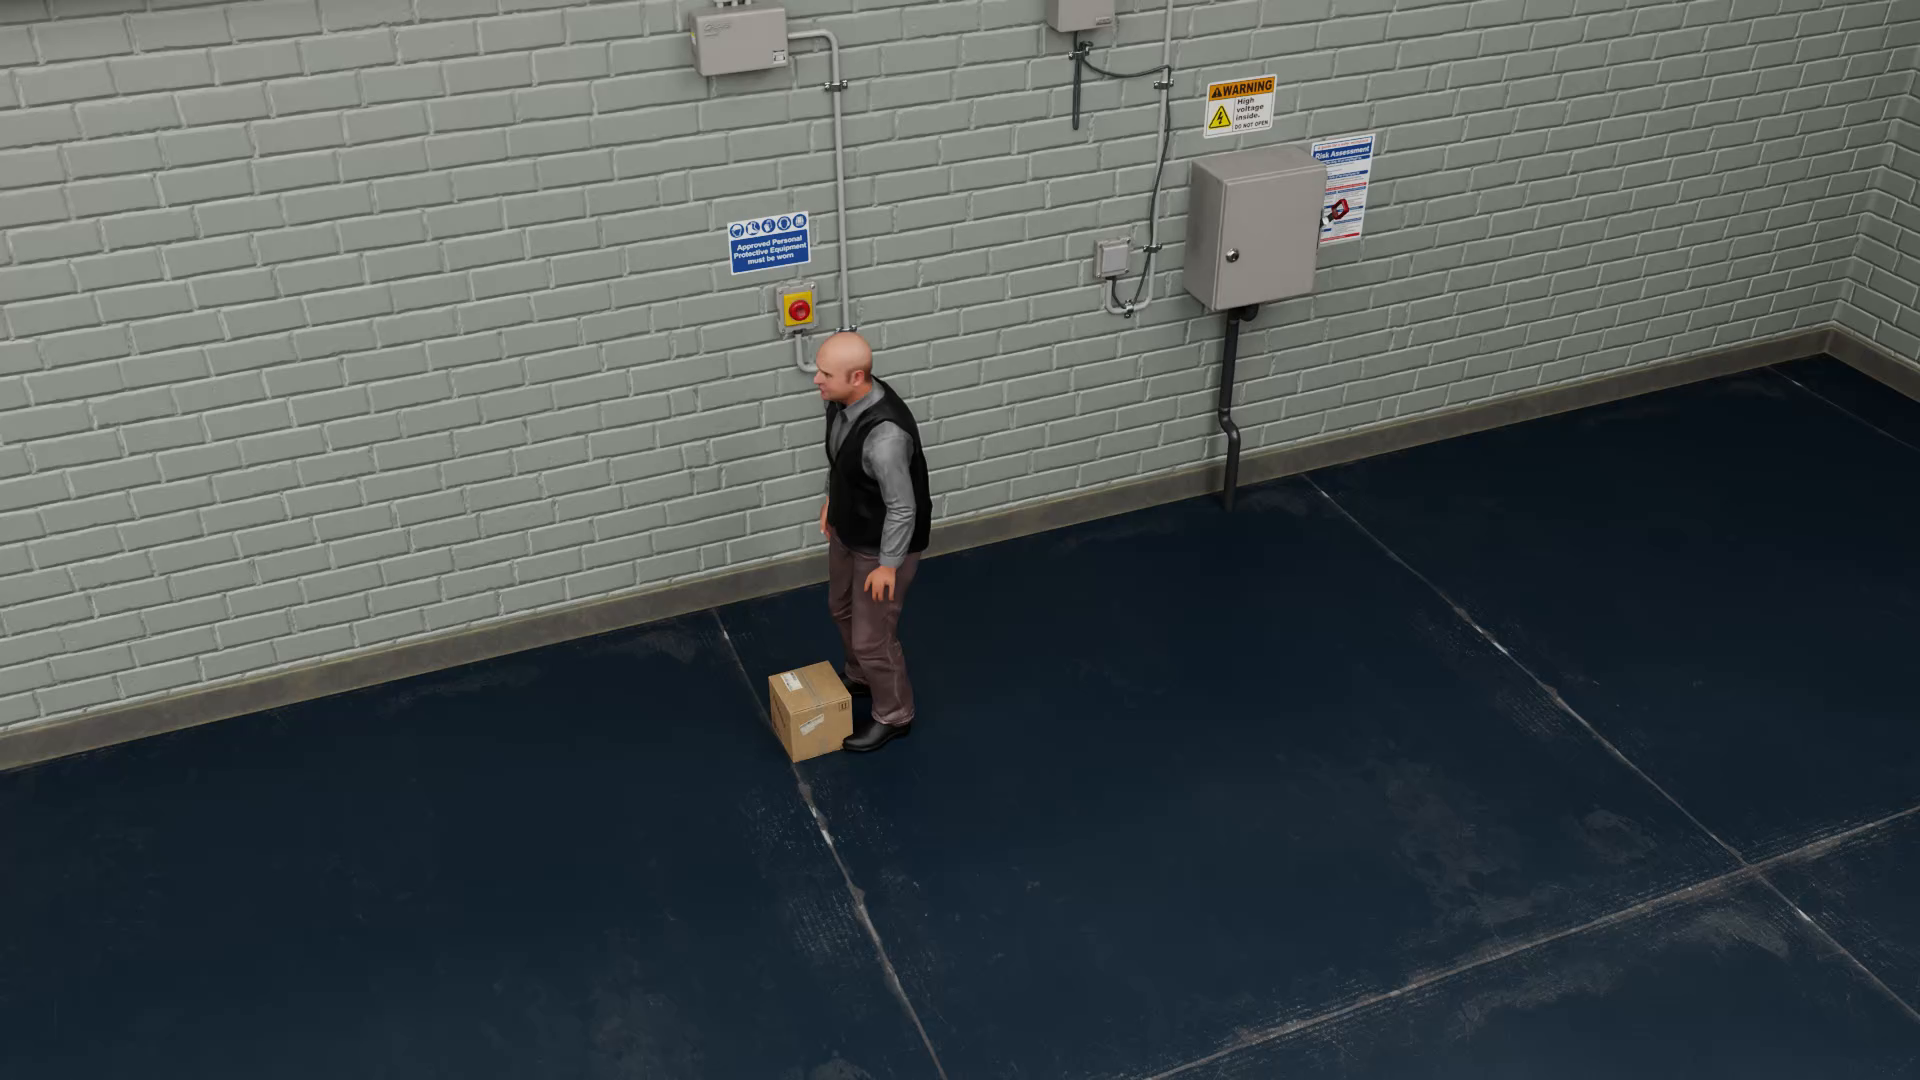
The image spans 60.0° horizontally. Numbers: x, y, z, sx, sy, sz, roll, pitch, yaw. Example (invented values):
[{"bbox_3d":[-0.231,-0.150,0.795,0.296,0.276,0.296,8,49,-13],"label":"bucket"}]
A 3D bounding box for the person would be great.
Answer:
[{"bbox_3d":[-0.325,-0.009,6.176,0.411,1.721,0.588,-14,36,-20],"label":"person"}]
